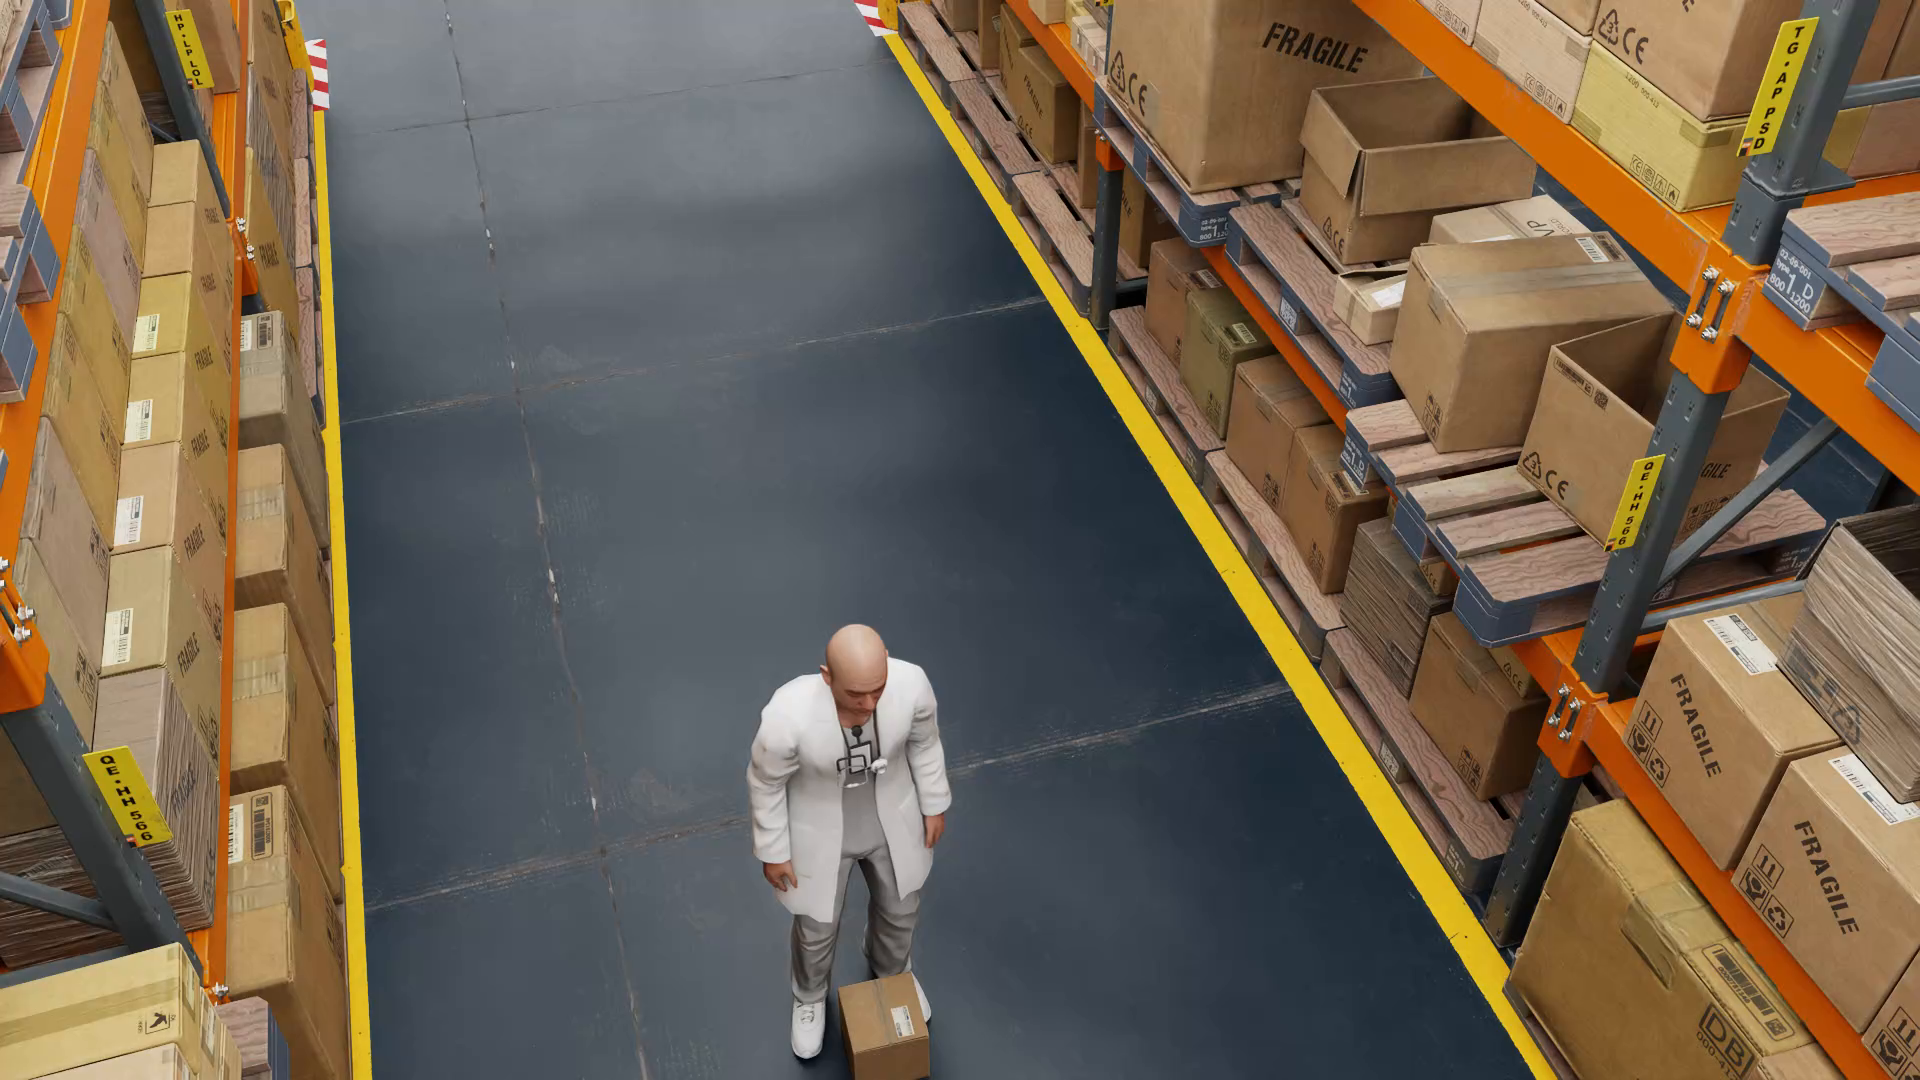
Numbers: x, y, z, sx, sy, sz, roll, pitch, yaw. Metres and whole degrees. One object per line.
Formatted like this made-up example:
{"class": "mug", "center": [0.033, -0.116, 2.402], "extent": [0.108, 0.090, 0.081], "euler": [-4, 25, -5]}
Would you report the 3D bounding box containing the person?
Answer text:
{"class": "person", "center": [-0.327, 0.899, 5.163], "extent": [0.644, 1.772, 0.429], "euler": [-14, 44, -15]}
